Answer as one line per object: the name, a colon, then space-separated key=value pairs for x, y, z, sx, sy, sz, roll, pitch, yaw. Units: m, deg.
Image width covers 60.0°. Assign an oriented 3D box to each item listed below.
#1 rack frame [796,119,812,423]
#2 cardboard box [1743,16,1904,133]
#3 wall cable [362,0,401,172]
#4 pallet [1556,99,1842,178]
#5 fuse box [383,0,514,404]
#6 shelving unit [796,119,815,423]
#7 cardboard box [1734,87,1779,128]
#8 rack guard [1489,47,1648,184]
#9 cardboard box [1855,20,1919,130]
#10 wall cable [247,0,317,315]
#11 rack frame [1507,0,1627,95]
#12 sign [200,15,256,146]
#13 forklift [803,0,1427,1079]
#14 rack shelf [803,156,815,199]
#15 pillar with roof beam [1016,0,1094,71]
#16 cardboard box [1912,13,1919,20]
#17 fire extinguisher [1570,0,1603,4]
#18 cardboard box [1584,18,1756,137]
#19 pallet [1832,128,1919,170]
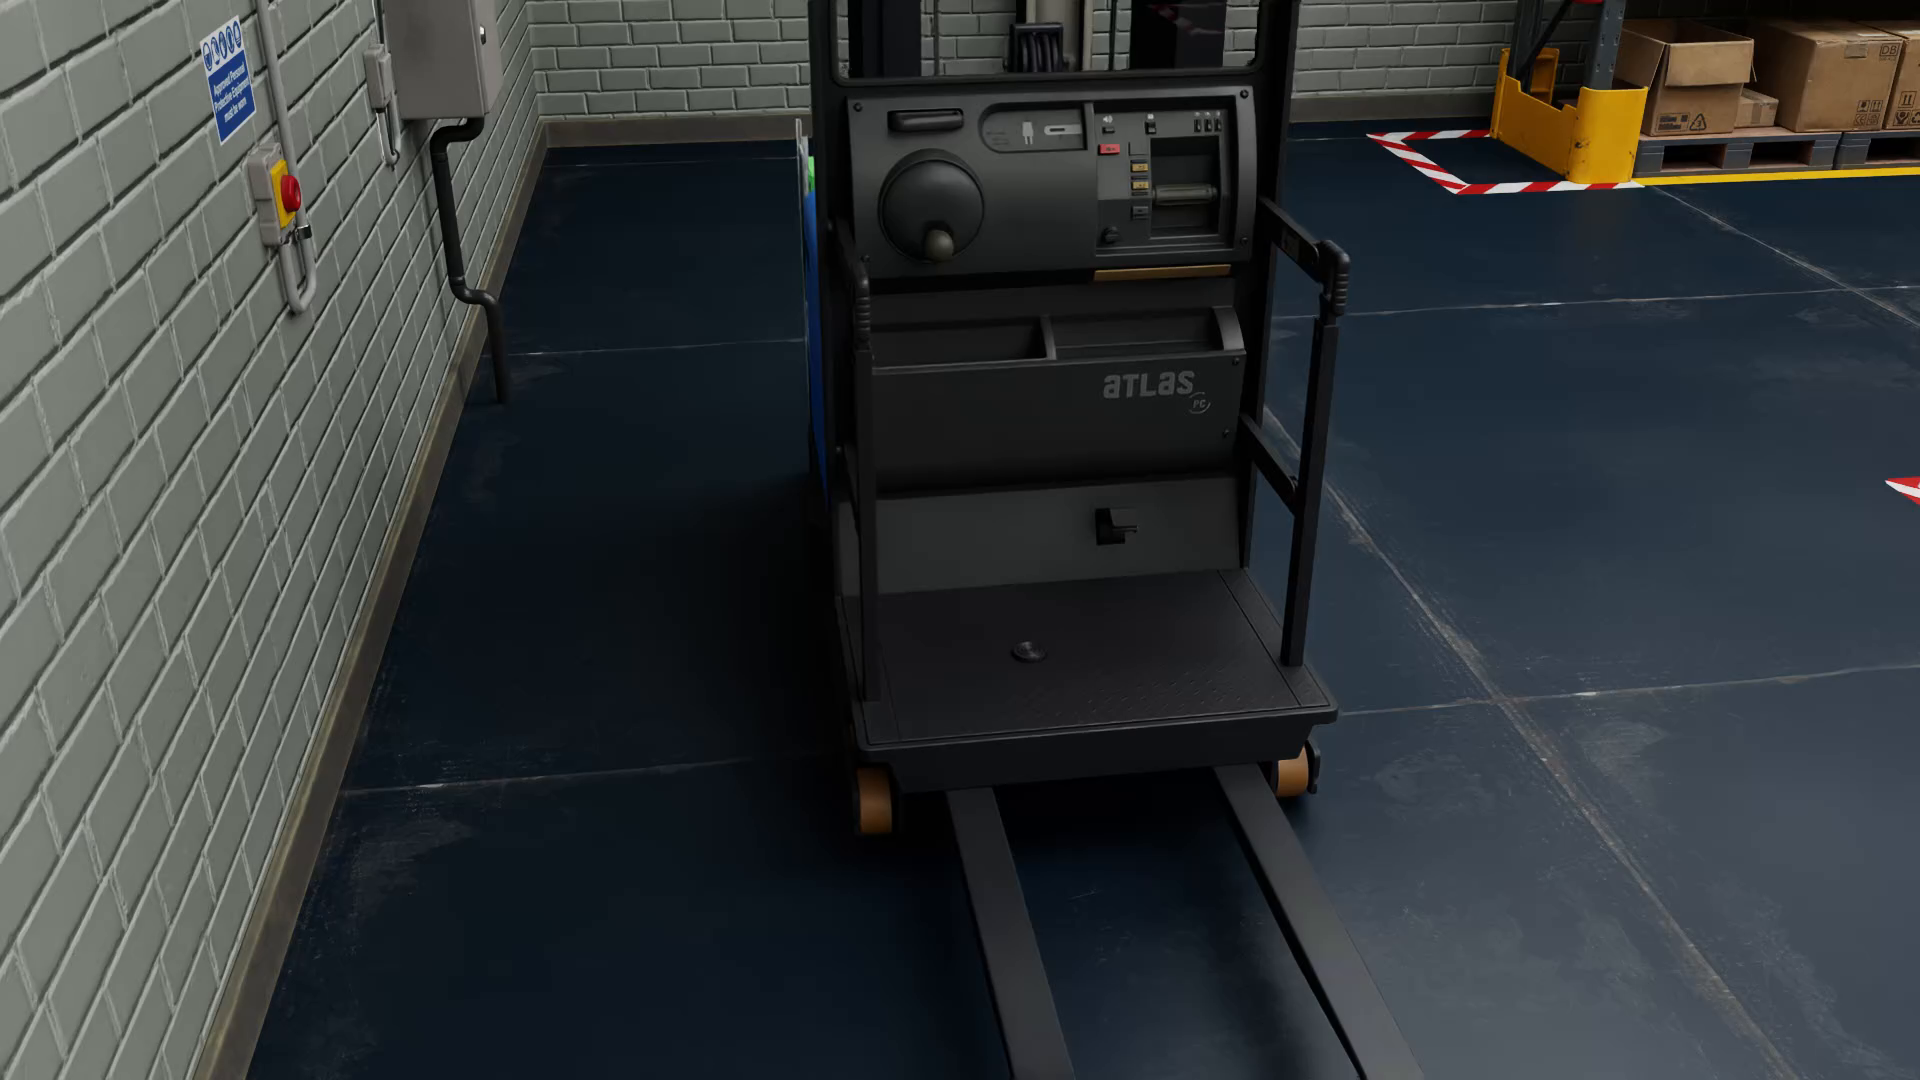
rack frame: x=-0.484 y=-0.725 z=5.348 sx=0.015 sy=1.200 sz=0.240 roll=-5 pitch=28 yaw=-9
cardboard box: x=4.815 y=-2.633 z=9.374 sx=0.500 sy=0.500 sz=0.700 roll=-3 pitch=27 yaw=-5
wall cable: x=-1.750 y=-2.005 z=4.759 sx=0.122 sy=1.984 sz=0.588 roll=-4 pitch=27 yaw=-7
pallet: x=4.209 y=-2.341 z=9.581 sx=1.213 sy=0.211 sz=1.003 roll=-4 pitch=27 yaw=-7
fuse box: x=-1.689 y=-1.298 z=5.906 sx=0.414 sy=1.711 sz=0.539 roll=-4 pitch=27 yaw=-7
shelving unit: x=-0.244 y=-0.744 z=5.386 sx=0.503 sy=1.200 sz=0.258 roll=-5 pitch=28 yaw=-9
cardboard box: x=4.389 y=-2.449 z=9.401 sx=0.250 sy=0.149 sz=0.380 roll=-5 pitch=28 yaw=-9
rack guard: x=3.419 y=-2.418 z=9.415 sx=0.348 sy=0.500 sz=1.175 roll=-4 pitch=27 yaw=-7
cardboard box: x=5.352 y=-2.621 z=9.351 sx=0.500 sy=0.500 sz=0.500 roll=-3 pitch=27 yaw=-6
wall cable: x=-1.541 y=-1.379 z=3.504 sx=0.123 sy=1.953 sz=0.585 roll=-4 pitch=27 yaw=-7
rack frame: x=3.344 y=-3.526 z=8.835 sx=0.127 sy=3.000 sz=1.000 roll=-4 pitch=27 yaw=-7
sign: x=-1.595 y=-1.007 z=3.631 sx=0.001 sy=0.218 sz=0.327 roll=-4 pitch=27 yaw=-7
forklift: x=0.248 y=-0.784 z=3.568 sx=1.130 sy=2.935 sz=3.031 roll=-4 pitch=27 yaw=-8
rack shelf: x=-0.244 y=-1.115 z=5.196 sx=0.480 sy=0.148 sz=0.258 roll=-5 pitch=28 yaw=-9
pillar with roof beam: x=1.148 y=-4.485 z=4.133 sx=0.400 sy=9.000 sz=9.100 roll=-4 pitch=27 yaw=-7
cardboard box: x=5.843 y=-2.699 z=9.503 sx=0.500 sy=0.500 sz=0.700 roll=-5 pitch=28 yaw=-9
fire extinguisher: x=3.263 y=-3.107 z=8.513 sx=0.183 sy=0.674 sz=0.296 roll=-4 pitch=27 yaw=-7
cardboard box: x=3.963 y=-2.598 z=9.302 sx=0.637 sy=0.503 sz=0.797 roll=-5 pitch=28 yaw=-9
pallet: x=5.414 y=-2.417 z=9.729 sx=1.213 sy=0.211 sz=1.003 roll=-4 pitch=27 yaw=-7
